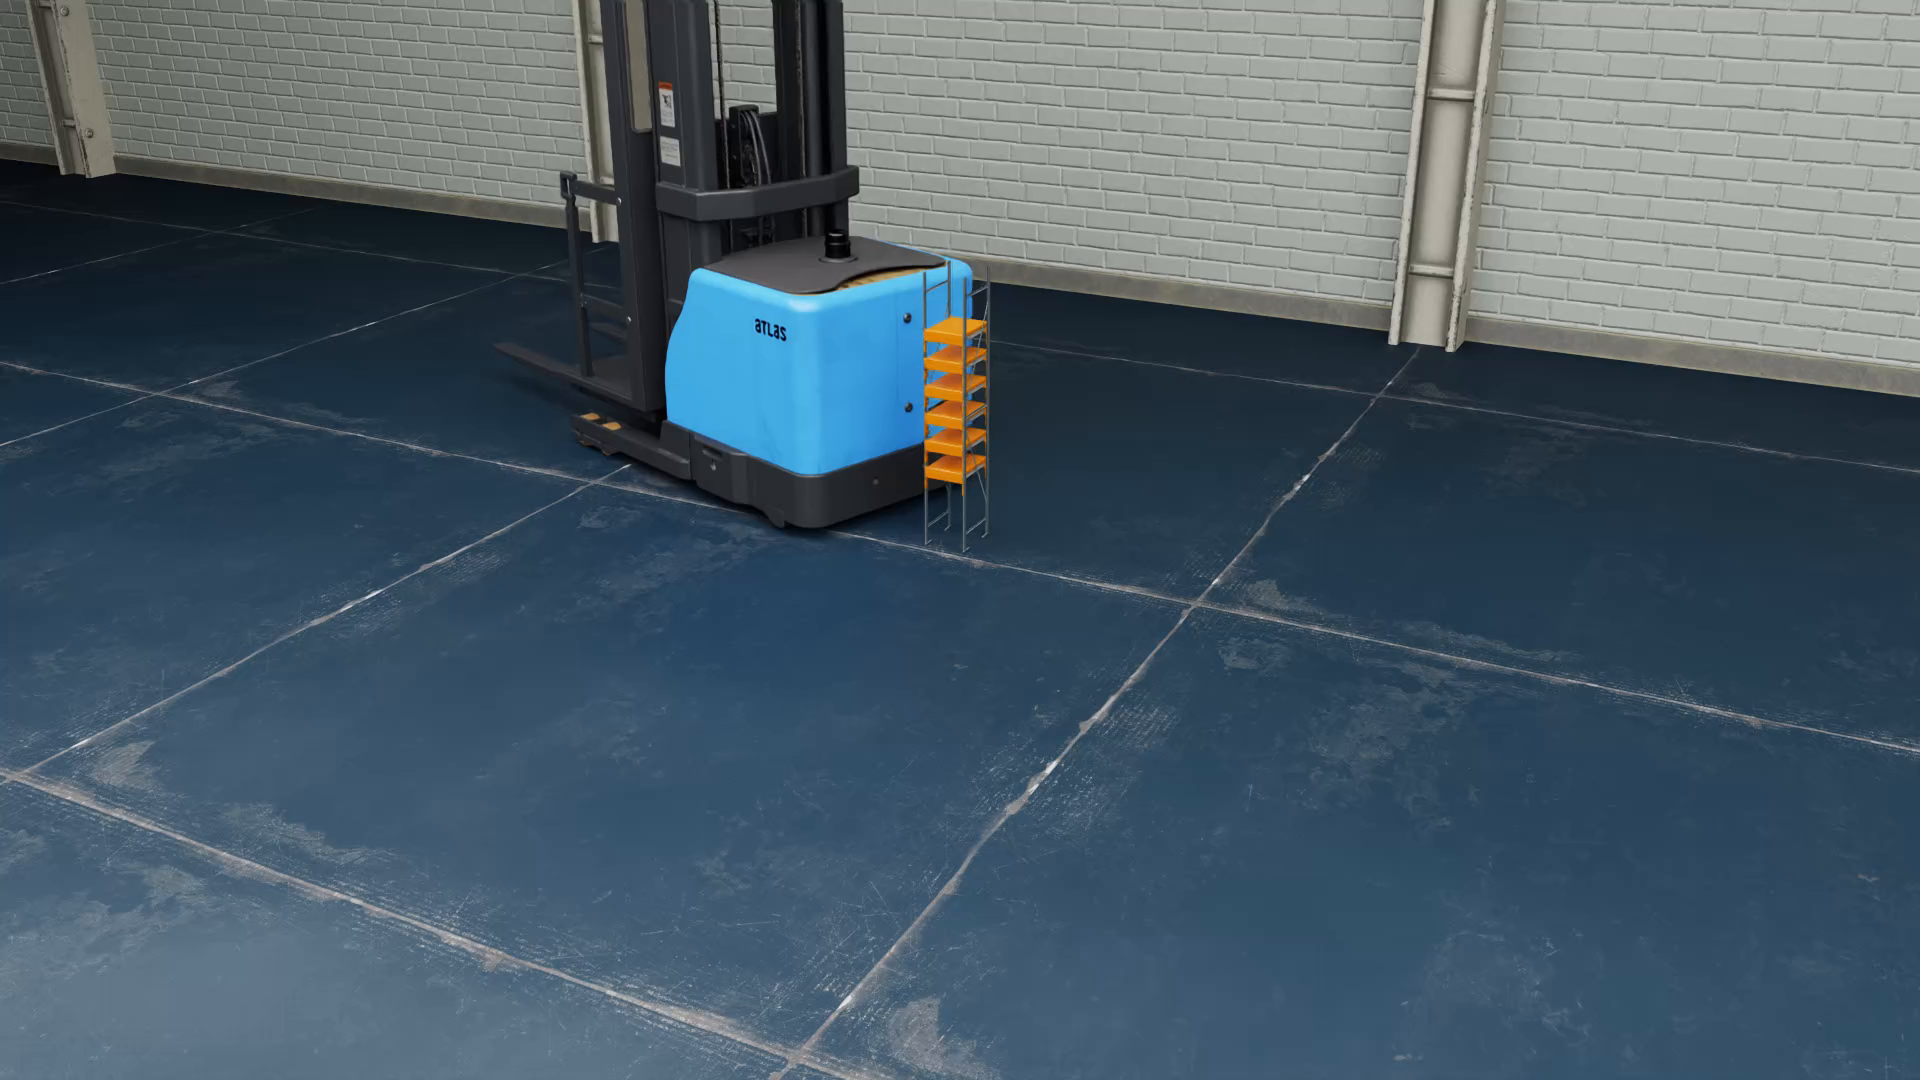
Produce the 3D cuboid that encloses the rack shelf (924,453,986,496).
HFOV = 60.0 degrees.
[{"bbox_3d":[-0.013,-0.293,7.133,0.180,0.103,0.258,11,25,25],"label":"rack shelf"}]

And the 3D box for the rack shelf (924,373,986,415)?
[{"bbox_3d":[-0.013,-0.624,6.992,0.180,0.103,0.258,11,25,25],"label":"rack shelf"}]

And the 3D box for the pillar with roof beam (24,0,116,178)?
[{"bbox_3d":[-9.824,-5.960,9.766,0.400,9.000,9.100,11,25,25],"label":"pillar with roof beam"}]

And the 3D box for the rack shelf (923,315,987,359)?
[{"bbox_3d":[-0.013,-0.845,6.898,0.180,0.103,0.258,11,25,25],"label":"rack shelf"}]

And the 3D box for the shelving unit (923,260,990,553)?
[{"bbox_3d":[-0.013,-0.555,7.021,0.189,1.200,0.258,11,25,25],"label":"shelving unit"}]

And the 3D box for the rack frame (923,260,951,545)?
[{"bbox_3d":[-0.095,-0.571,7.059,0.006,1.200,0.240,11,25,25],"label":"rack frame"}]

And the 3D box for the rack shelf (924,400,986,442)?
[{"bbox_3d":[-0.013,-0.514,7.039,0.180,0.103,0.258,11,25,25],"label":"rack shelf"}]

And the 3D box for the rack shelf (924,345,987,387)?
[{"bbox_3d":[-0.013,-0.735,6.945,0.180,0.103,0.258,11,25,25],"label":"rack shelf"}]

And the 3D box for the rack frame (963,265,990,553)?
[{"bbox_3d":[0.069,-0.539,6.983,0.006,1.200,0.240,11,25,25],"label":"rack frame"}]

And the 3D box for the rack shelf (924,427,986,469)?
[{"bbox_3d":[-0.013,-0.403,7.086,0.180,0.103,0.258,11,25,25],"label":"rack shelf"}]

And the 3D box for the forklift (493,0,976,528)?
[{"bbox_3d":[-1.307,-1.887,7.942,1.130,2.935,3.031,-20,30,-39],"label":"forklift"}]

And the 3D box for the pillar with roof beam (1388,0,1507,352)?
[{"bbox_3d":[0.885,-3.841,4.783,0.400,9.000,9.100,11,25,25],"label":"pillar with roof beam"}]

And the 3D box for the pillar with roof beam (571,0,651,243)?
[{"bbox_3d":[-4.469,-4.900,7.275,0.400,9.000,9.100,11,25,25],"label":"pillar with roof beam"}]
